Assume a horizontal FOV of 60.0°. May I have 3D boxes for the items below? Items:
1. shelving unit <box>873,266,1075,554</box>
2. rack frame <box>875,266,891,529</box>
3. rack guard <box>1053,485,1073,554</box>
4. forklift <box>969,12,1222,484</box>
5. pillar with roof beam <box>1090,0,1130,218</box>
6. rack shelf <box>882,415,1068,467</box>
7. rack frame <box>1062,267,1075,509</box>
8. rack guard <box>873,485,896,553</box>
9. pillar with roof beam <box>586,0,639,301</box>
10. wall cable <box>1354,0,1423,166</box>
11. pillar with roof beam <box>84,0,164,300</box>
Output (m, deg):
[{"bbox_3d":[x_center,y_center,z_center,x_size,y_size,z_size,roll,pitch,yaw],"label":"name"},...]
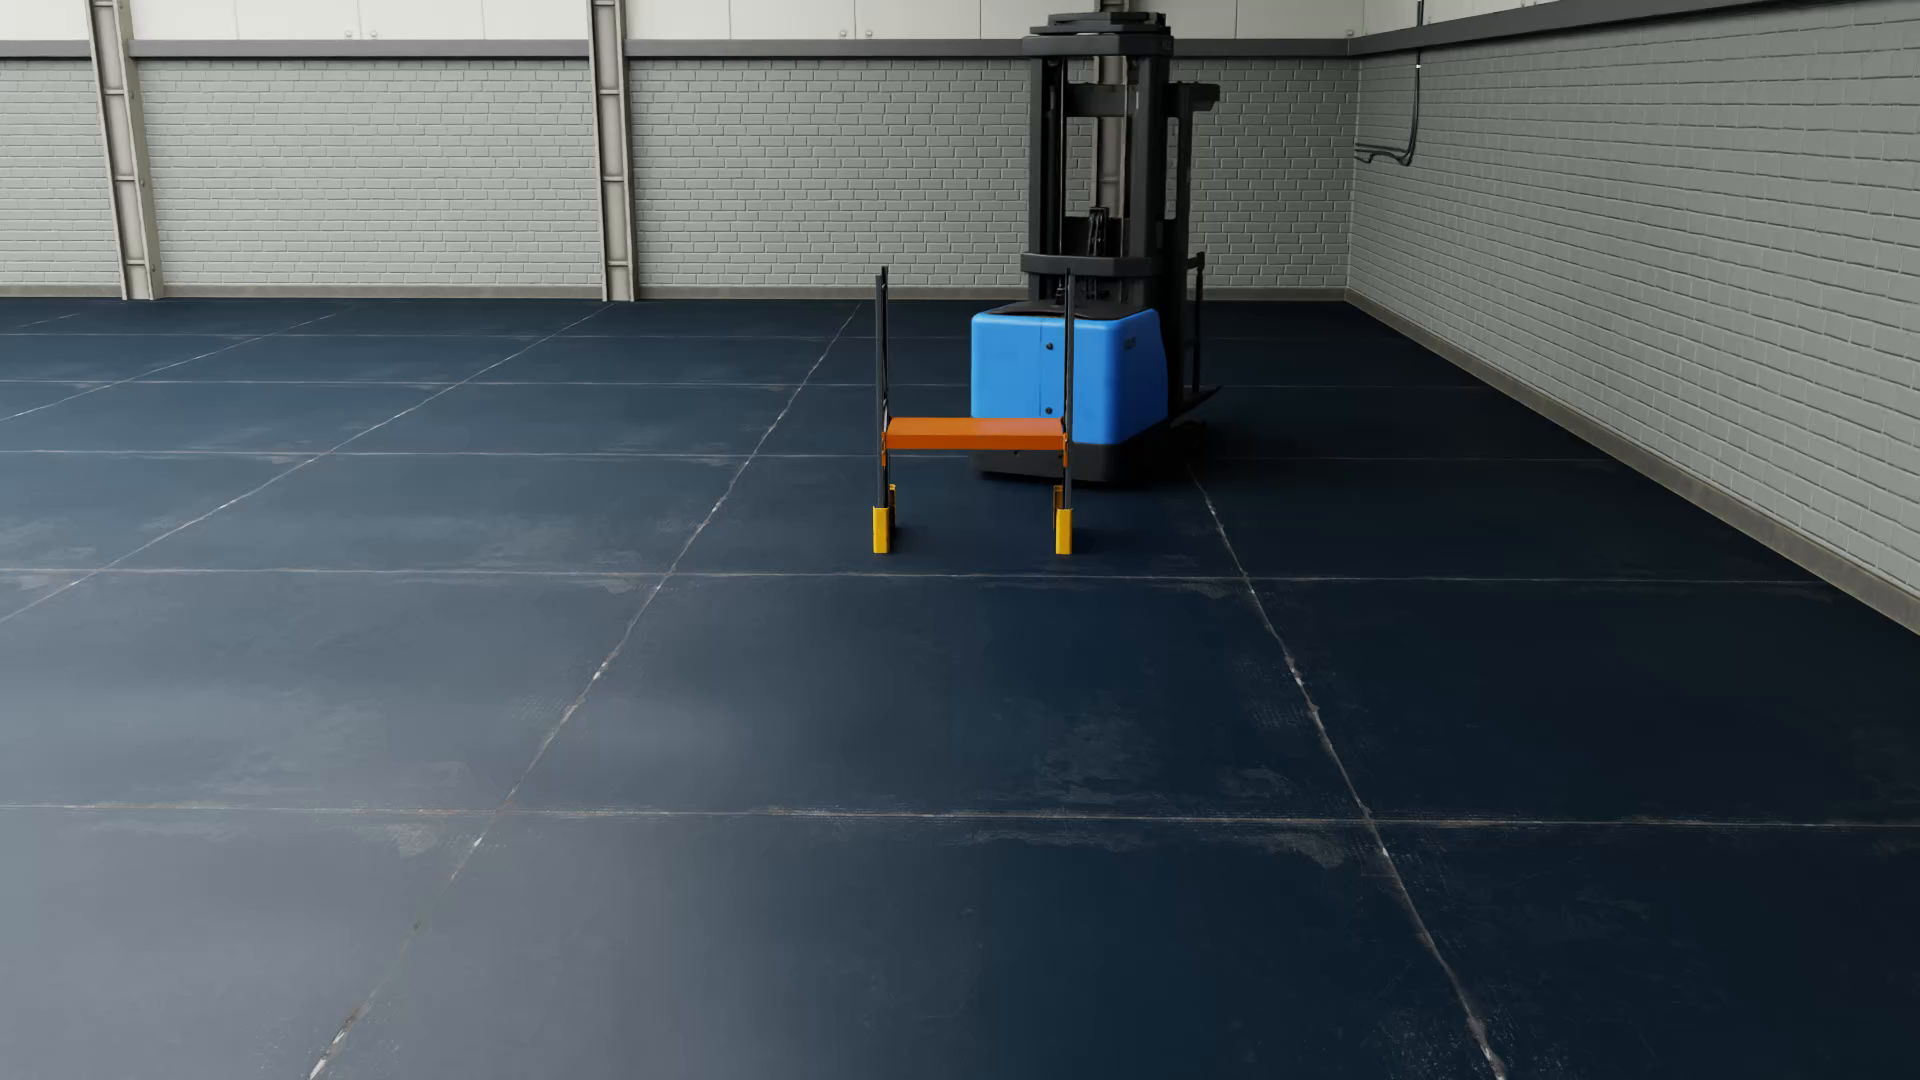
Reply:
[{"bbox_3d":[0.076,-0.725,9.147,1.083,1.500,0.587,0,15,1],"label":"shelving unit"},{"bbox_3d":[-0.423,-0.728,9.159,0.032,1.500,0.500,0,15,1],"label":"rack frame"},{"bbox_3d":[0.574,-0.117,9.294,0.087,0.250,0.587,0,15,1],"label":"rack guard"},{"bbox_3d":[1.126,-2.105,11.573,1.130,2.935,3.031,7,16,24],"label":"forklift"},{"bbox_3d":[1.681,-6.198,15.193,0.400,9.000,9.100,0,15,1],"label":"pillar with roof beam"},{"bbox_3d":[0.085,-0.551,9.192,1.000,0.185,0.538,0,15,1],"label":"rack shelf"},{"bbox_3d":[0.593,-0.721,9.134,0.032,1.500,0.500,0,15,1],"label":"rack frame"},{"bbox_3d":[-0.422,-0.124,9.319,0.087,0.250,0.587,0,15,1],"label":"rack guard"},{"bbox_3d":[-4.317,-6.237,15.341,0.400,9.000,9.100,0,15,1],"label":"pillar with roof beam"},{"bbox_3d":[4.702,-5.438,18.400,0.112,2.526,3.097,0,15,1],"label":"wall cable"},{"bbox_3d":[-10.315,-6.276,15.490,0.400,9.000,9.100,0,15,1],"label":"pillar with roof beam"}]
